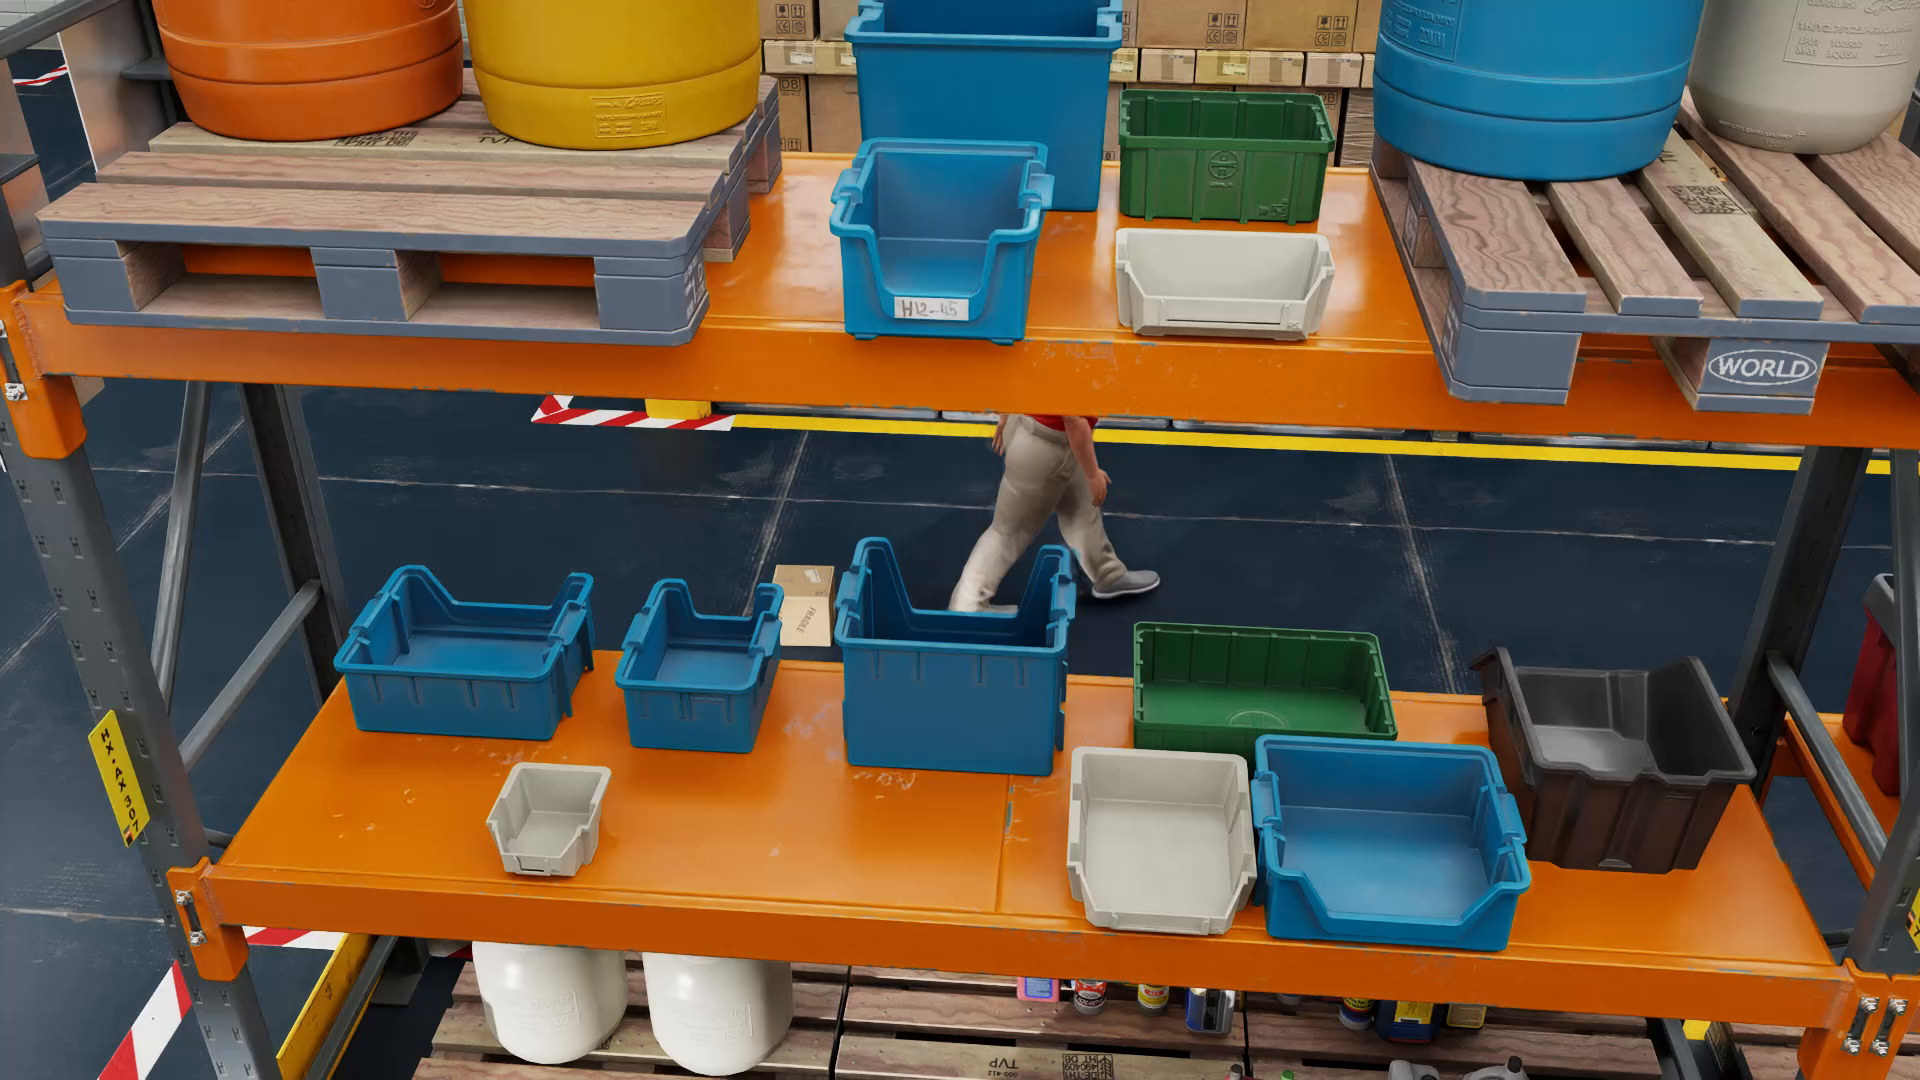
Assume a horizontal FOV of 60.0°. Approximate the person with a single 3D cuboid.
[{"bbox_3d":[0.425,-0.388,6.765,0.979,1.664,0.570,-4,32,-6],"label":"person"}]
